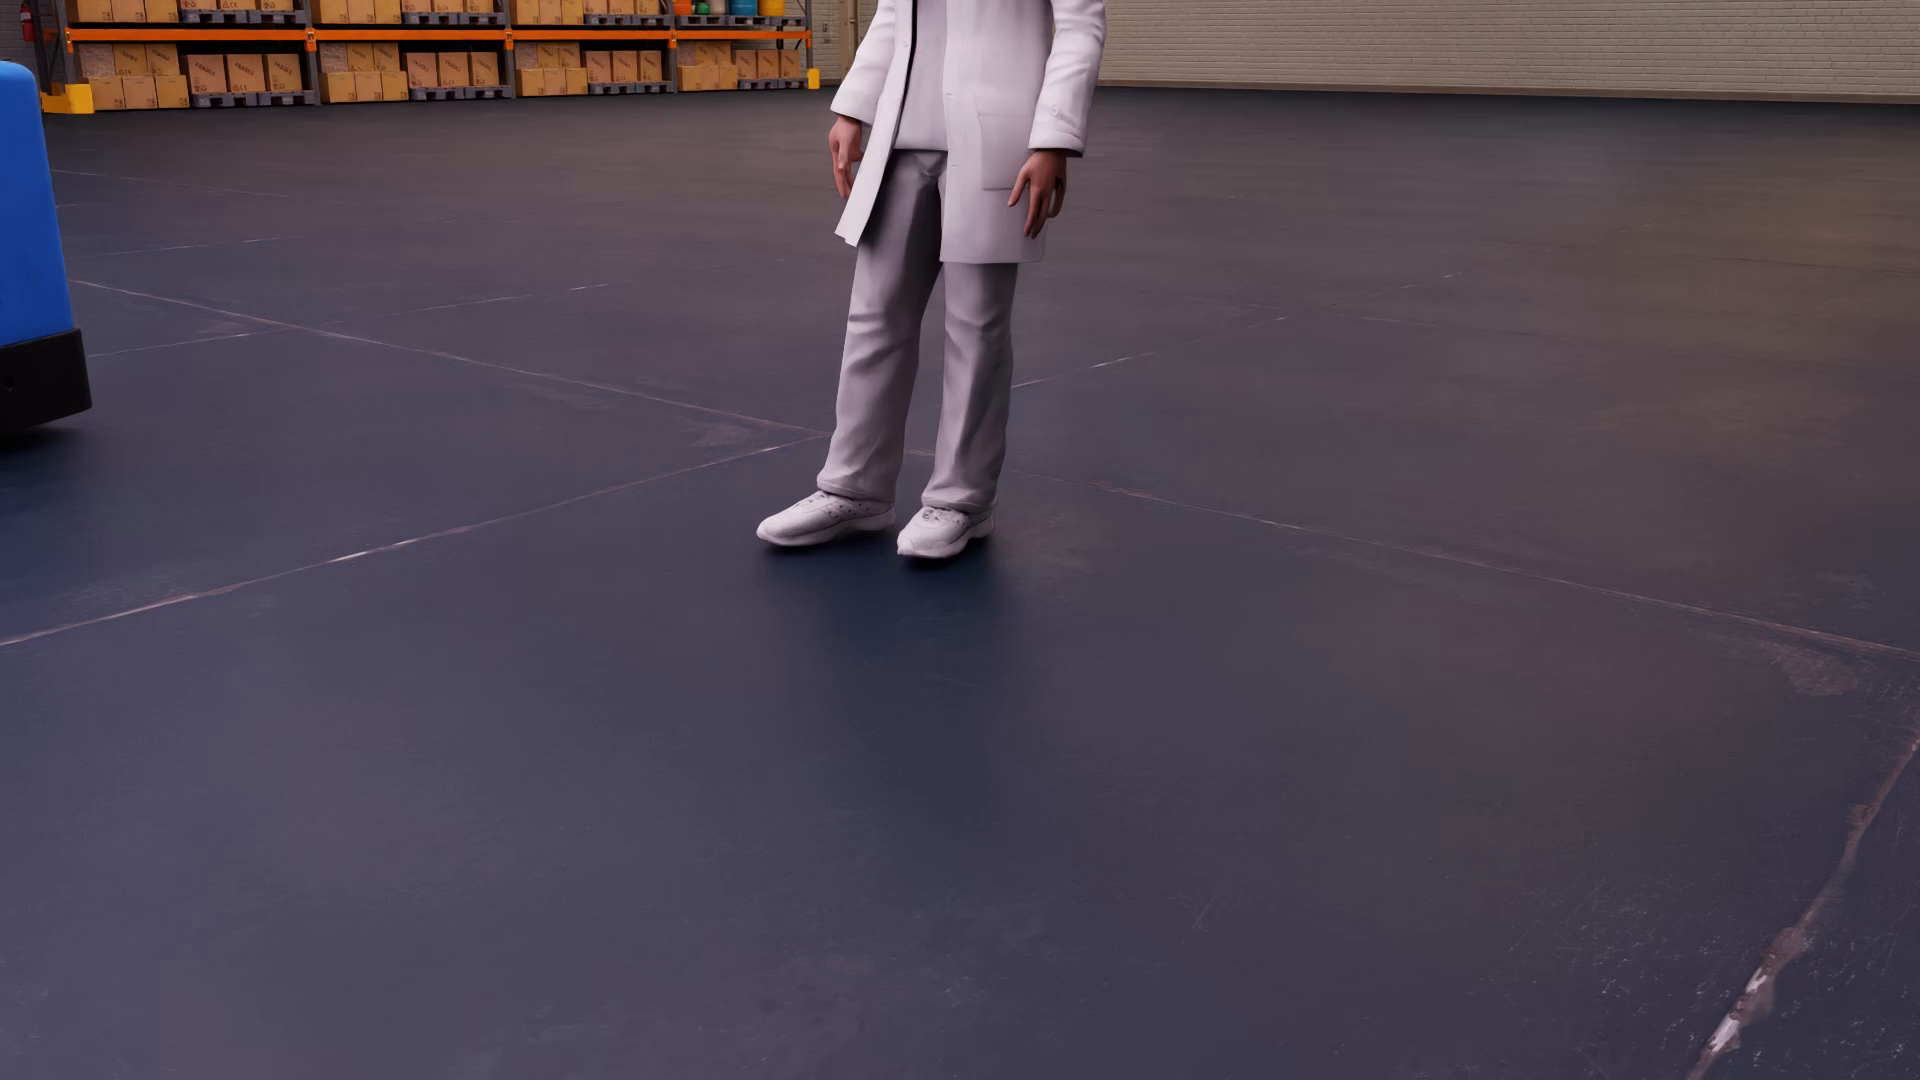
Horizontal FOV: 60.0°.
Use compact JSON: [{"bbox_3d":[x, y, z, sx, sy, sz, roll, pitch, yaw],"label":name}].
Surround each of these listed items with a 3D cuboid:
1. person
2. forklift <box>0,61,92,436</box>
[{"bbox_3d":[-0.061,-0.838,3.618,0.696,1.775,0.581,13,21,37],"label":"person"},{"bbox_3d":[-4.179,-1.689,4.461,3.031,2.935,1.130,4,17,11],"label":"forklift"}]
